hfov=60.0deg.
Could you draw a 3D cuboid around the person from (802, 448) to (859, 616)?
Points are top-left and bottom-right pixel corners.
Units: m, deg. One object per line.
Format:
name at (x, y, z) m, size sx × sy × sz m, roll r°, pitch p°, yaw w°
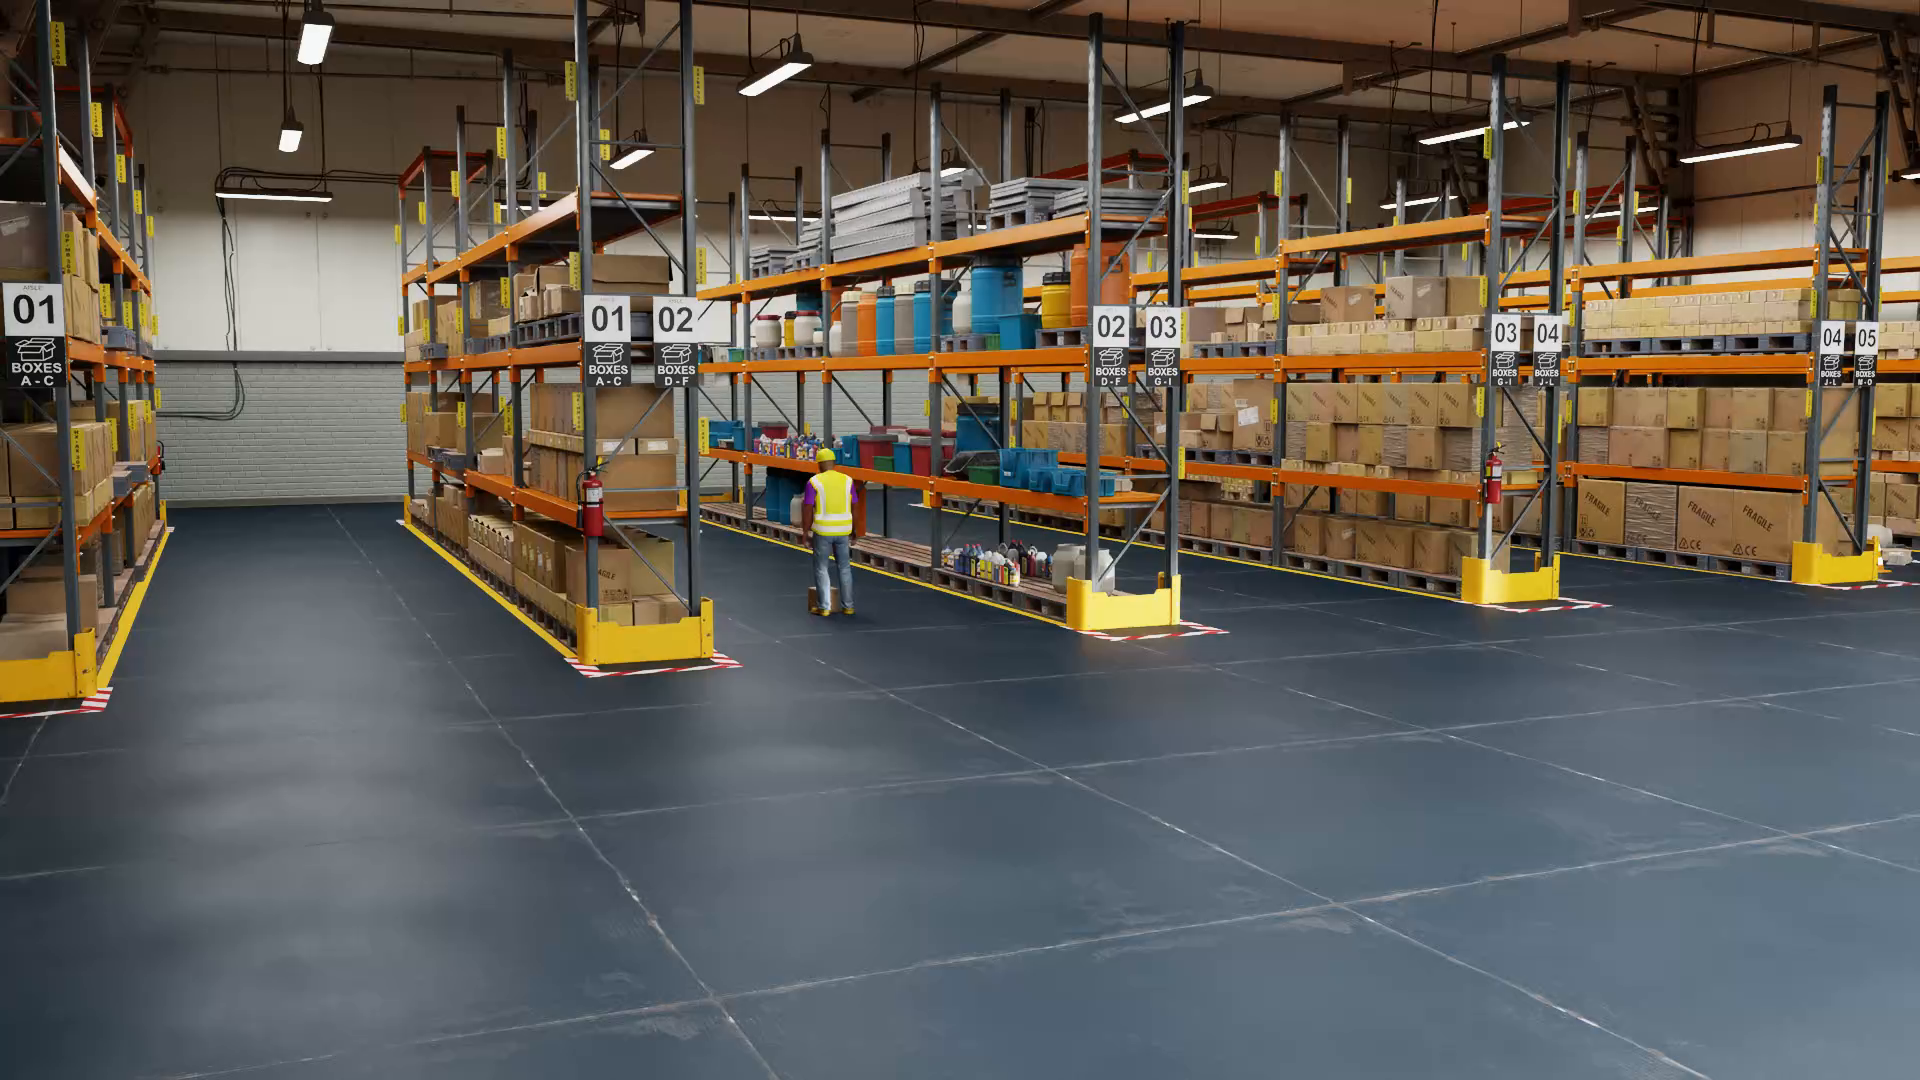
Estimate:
person at (-1.373, -0.088, 17.625) m, size 0.628 × 1.757 × 0.461 m, roll -2°, pitch 6°, yaw -23°
